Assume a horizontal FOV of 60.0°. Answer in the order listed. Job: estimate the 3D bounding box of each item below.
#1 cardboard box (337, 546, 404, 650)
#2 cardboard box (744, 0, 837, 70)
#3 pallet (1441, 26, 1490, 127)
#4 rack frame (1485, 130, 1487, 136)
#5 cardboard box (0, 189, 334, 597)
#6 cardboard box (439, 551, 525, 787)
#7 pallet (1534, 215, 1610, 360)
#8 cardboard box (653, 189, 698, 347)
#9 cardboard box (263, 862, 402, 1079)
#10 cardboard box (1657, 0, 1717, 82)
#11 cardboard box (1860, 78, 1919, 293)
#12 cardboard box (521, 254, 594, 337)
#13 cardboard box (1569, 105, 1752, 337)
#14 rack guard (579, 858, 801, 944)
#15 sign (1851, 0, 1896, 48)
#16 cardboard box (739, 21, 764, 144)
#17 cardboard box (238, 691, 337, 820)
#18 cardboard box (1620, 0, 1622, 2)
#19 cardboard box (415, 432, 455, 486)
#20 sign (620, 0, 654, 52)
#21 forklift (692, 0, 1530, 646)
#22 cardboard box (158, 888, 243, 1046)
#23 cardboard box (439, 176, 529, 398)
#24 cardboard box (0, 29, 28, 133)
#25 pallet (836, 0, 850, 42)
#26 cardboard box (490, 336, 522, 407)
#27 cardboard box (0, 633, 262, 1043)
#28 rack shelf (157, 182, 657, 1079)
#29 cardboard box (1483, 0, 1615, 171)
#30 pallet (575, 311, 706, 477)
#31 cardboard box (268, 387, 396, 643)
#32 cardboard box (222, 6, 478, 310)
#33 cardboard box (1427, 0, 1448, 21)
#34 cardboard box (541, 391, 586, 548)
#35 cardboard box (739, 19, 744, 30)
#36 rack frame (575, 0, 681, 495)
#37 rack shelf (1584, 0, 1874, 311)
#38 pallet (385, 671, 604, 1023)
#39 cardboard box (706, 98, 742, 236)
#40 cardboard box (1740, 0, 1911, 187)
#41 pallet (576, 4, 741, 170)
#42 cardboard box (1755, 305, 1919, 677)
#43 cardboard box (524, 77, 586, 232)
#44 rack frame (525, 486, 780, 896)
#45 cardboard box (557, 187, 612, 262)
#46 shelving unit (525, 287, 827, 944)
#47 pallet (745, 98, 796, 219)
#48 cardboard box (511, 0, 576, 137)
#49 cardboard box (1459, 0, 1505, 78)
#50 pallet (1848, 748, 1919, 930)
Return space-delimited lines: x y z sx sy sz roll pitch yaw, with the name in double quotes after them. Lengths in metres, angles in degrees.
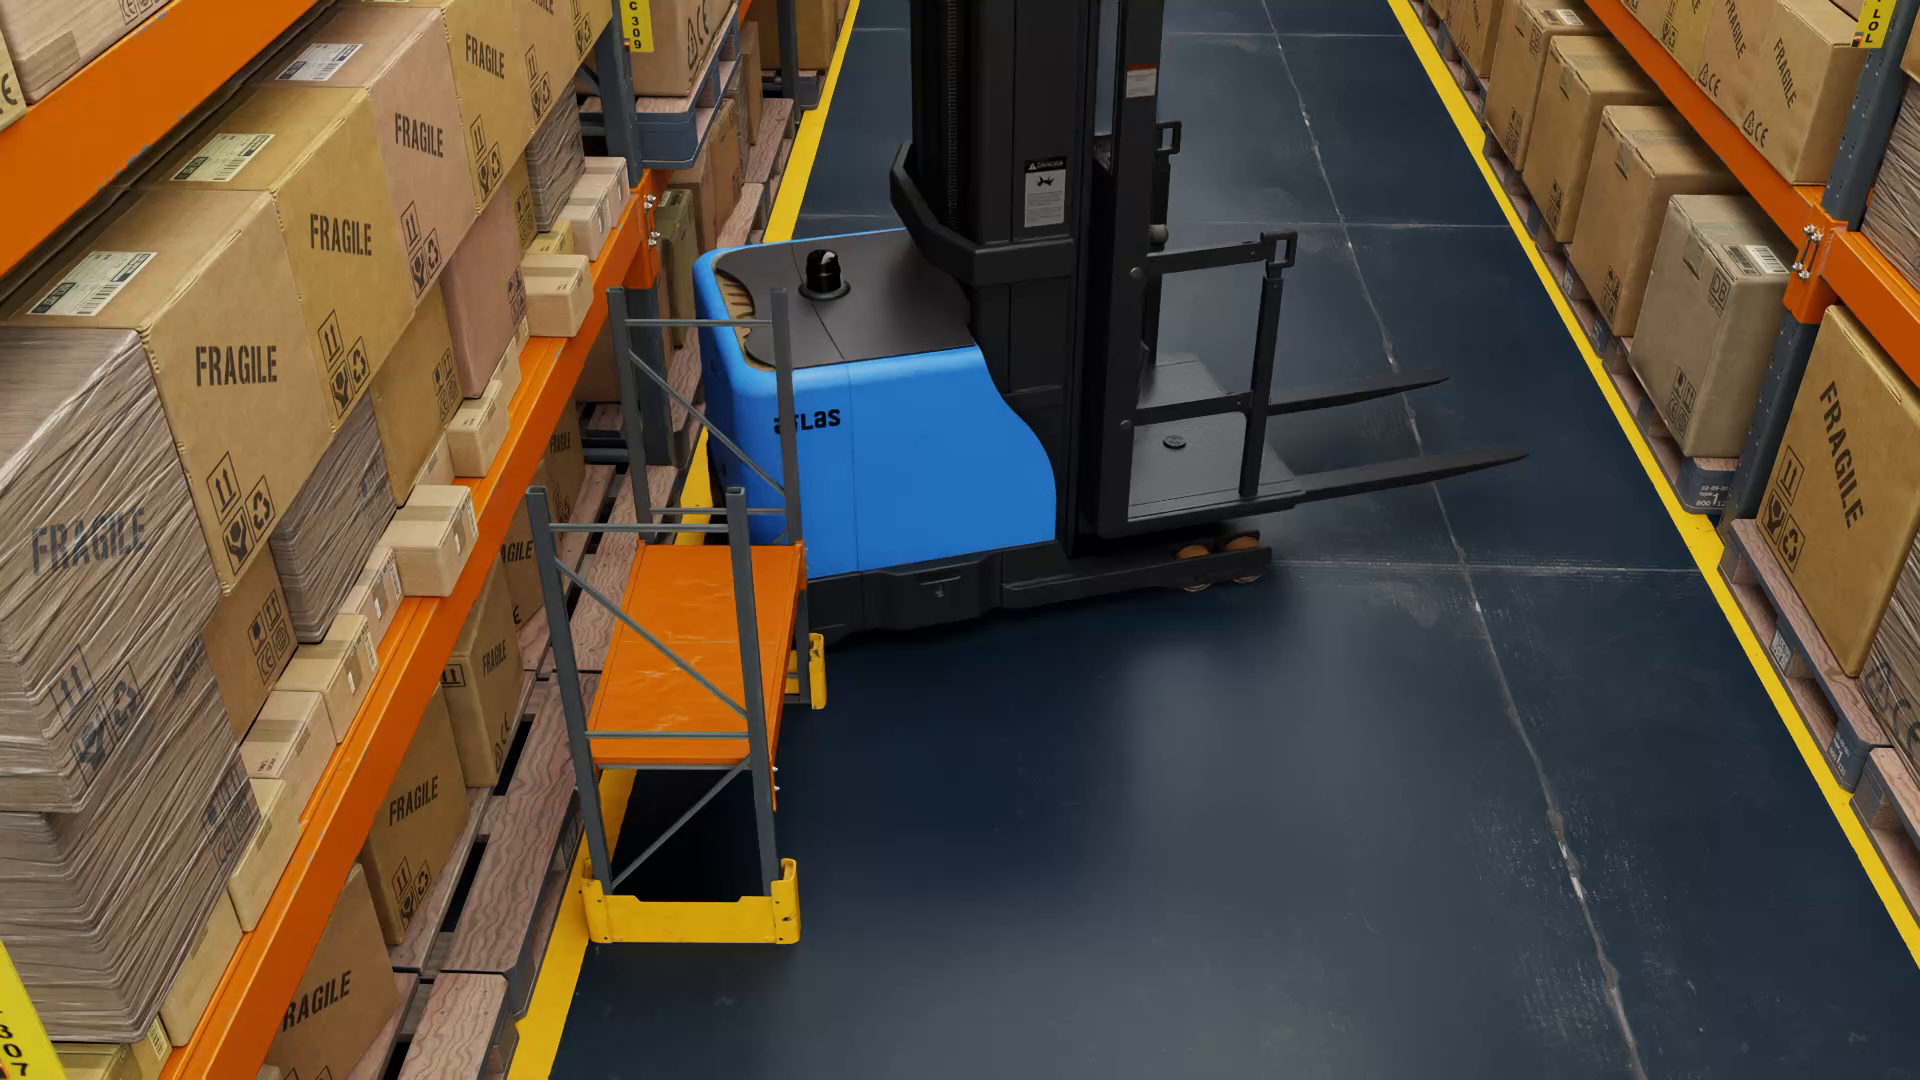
-1.462 0.138 3.663 0.380 0.149 0.250 1 35 2 "cardboard box"
-1.386 -3.383 9.937 1.225 0.875 0.875 0 35 0 "cardboard box"
3.551 -2.819 10.078 1.003 0.211 1.213 1 35 2 "pallet"
3.518 -3.511 8.638 1.000 3.000 0.127 1 35 2 "rack frame"
-1.434 -0.256 2.791 0.500 0.500 0.500 1 35 2 "cardboard box"
-1.613 0.382 4.907 0.500 0.500 0.500 -2 35 -2 "cardboard box"
3.359 -1.220 7.803 1.003 0.211 1.213 1 35 2 "pallet"
-1.511 -1.169 7.096 0.700 0.500 0.500 1 35 2 "cardboard box"
-1.724 1.060 3.941 0.500 0.500 0.500 10 36 14 "cardboard box"
3.151 -2.141 6.600 0.500 0.500 0.500 2 35 2 "cardboard box"
3.354 -1.062 5.023 0.875 0.550 0.550 1 35 2 "cardboard box"
-1.298 -0.721 4.886 0.380 0.149 0.250 1 35 2 "cardboard box"
3.335 -1.378 7.193 1.050 0.750 0.750 1 35 2 "cardboard box"
-0.743 1.000 4.609 0.587 0.250 0.087 0 35 0 "rack guard"
2.815 -1.662 5.067 0.100 0.325 0.005 1 35 2 "sign"
-1.441 -2.456 8.927 0.700 0.500 0.500 0 35 -1 "cardboard box"
-1.462 0.426 3.253 0.380 0.149 0.250 1 35 2 "cardboard box"
3.192 -2.719 7.423 0.500 0.500 0.500 1 35 2 "cardboard box"
-1.471 -0.149 4.072 0.380 0.149 0.250 1 35 2 "cardboard box"
-1.052 -1.732 5.353 0.100 0.325 0.005 1 35 2 "sign"
0.625 -1.298 5.547 3.031 2.935 1.130 -9 36 -13 "forklift"
-1.477 0.714 2.844 0.380 0.149 0.250 1 35 2 "cardboard box"
-1.649 -0.715 4.313 0.875 0.500 0.500 1 35 2 "cardboard box"
-1.478 -0.524 1.909 0.500 0.250 0.500 2 35 3 "cardboard box"
-1.275 -3.693 11.322 1.003 0.211 1.213 1 35 2 "pallet"
-1.409 -0.436 4.480 0.380 0.149 0.250 1 35 2 "cardboard box"
-1.706 0.434 2.678 0.875 0.500 0.500 1 35 2 "cardboard box"
-1.675 0.057 4.185 1.077 0.370 4.000 1 35 2 "rack shelf"
3.403 -2.415 8.669 1.050 0.750 0.750 1 35 1 "cardboard box"
-1.565 -0.692 7.052 1.003 0.211 1.213 1 35 2 "pallet"
-1.743 -0.142 3.498 0.875 0.500 0.500 1 35 2 "cardboard box"
-1.401 -0.831 3.608 0.500 0.500 0.500 1 35 2 "cardboard box"
3.313 -3.647 10.639 0.500 0.500 0.500 0 35 0 "cardboard box"
-1.651 -0.306 5.886 0.500 0.500 0.500 0 35 0 "cardboard box"
-1.431 -2.763 8.711 0.500 0.250 0.500 3 35 4 "cardboard box"
-1.595 -1.386 5.613 1.000 3.000 0.127 1 35 2 "rack frame"
3.437 -2.068 7.209 1.077 0.370 4.000 1 35 2 "rack shelf"
-1.633 0.844 4.865 1.003 0.211 1.213 1 35 2 "pallet"
-1.466 -1.811 8.010 0.700 0.500 0.500 4 35 6 "cardboard box"
3.111 -1.560 5.774 0.500 0.500 0.500 1 35 2 "cardboard box"
-1.419 -1.743 6.288 1.003 0.211 1.213 1 35 2 "pallet"
3.262 -0.156 5.346 0.875 0.875 0.875 2 35 3 "cardboard box"
-1.675 -1.291 5.133 0.875 0.500 0.500 1 35 2 "cardboard box"
-0.743 0.500 4.234 0.500 1.500 0.032 0 35 0 "rack frame"
-1.329 -1.009 5.296 0.380 0.149 0.250 1 35 2 "cardboard box"
-0.739 0.203 4.657 0.587 1.500 1.083 0 35 0 "shelving unit"
-1.467 -2.094 9.046 1.003 0.211 1.213 1 35 2 "pallet"
-1.357 -1.405 4.426 0.500 0.500 0.500 1 35 2 "cardboard box"
3.283 -3.045 9.782 0.500 0.500 0.500 1 35 2 "cardboard box"
3.202 1.065 4.550 1.003 0.211 1.213 1 35 2 "pallet"
